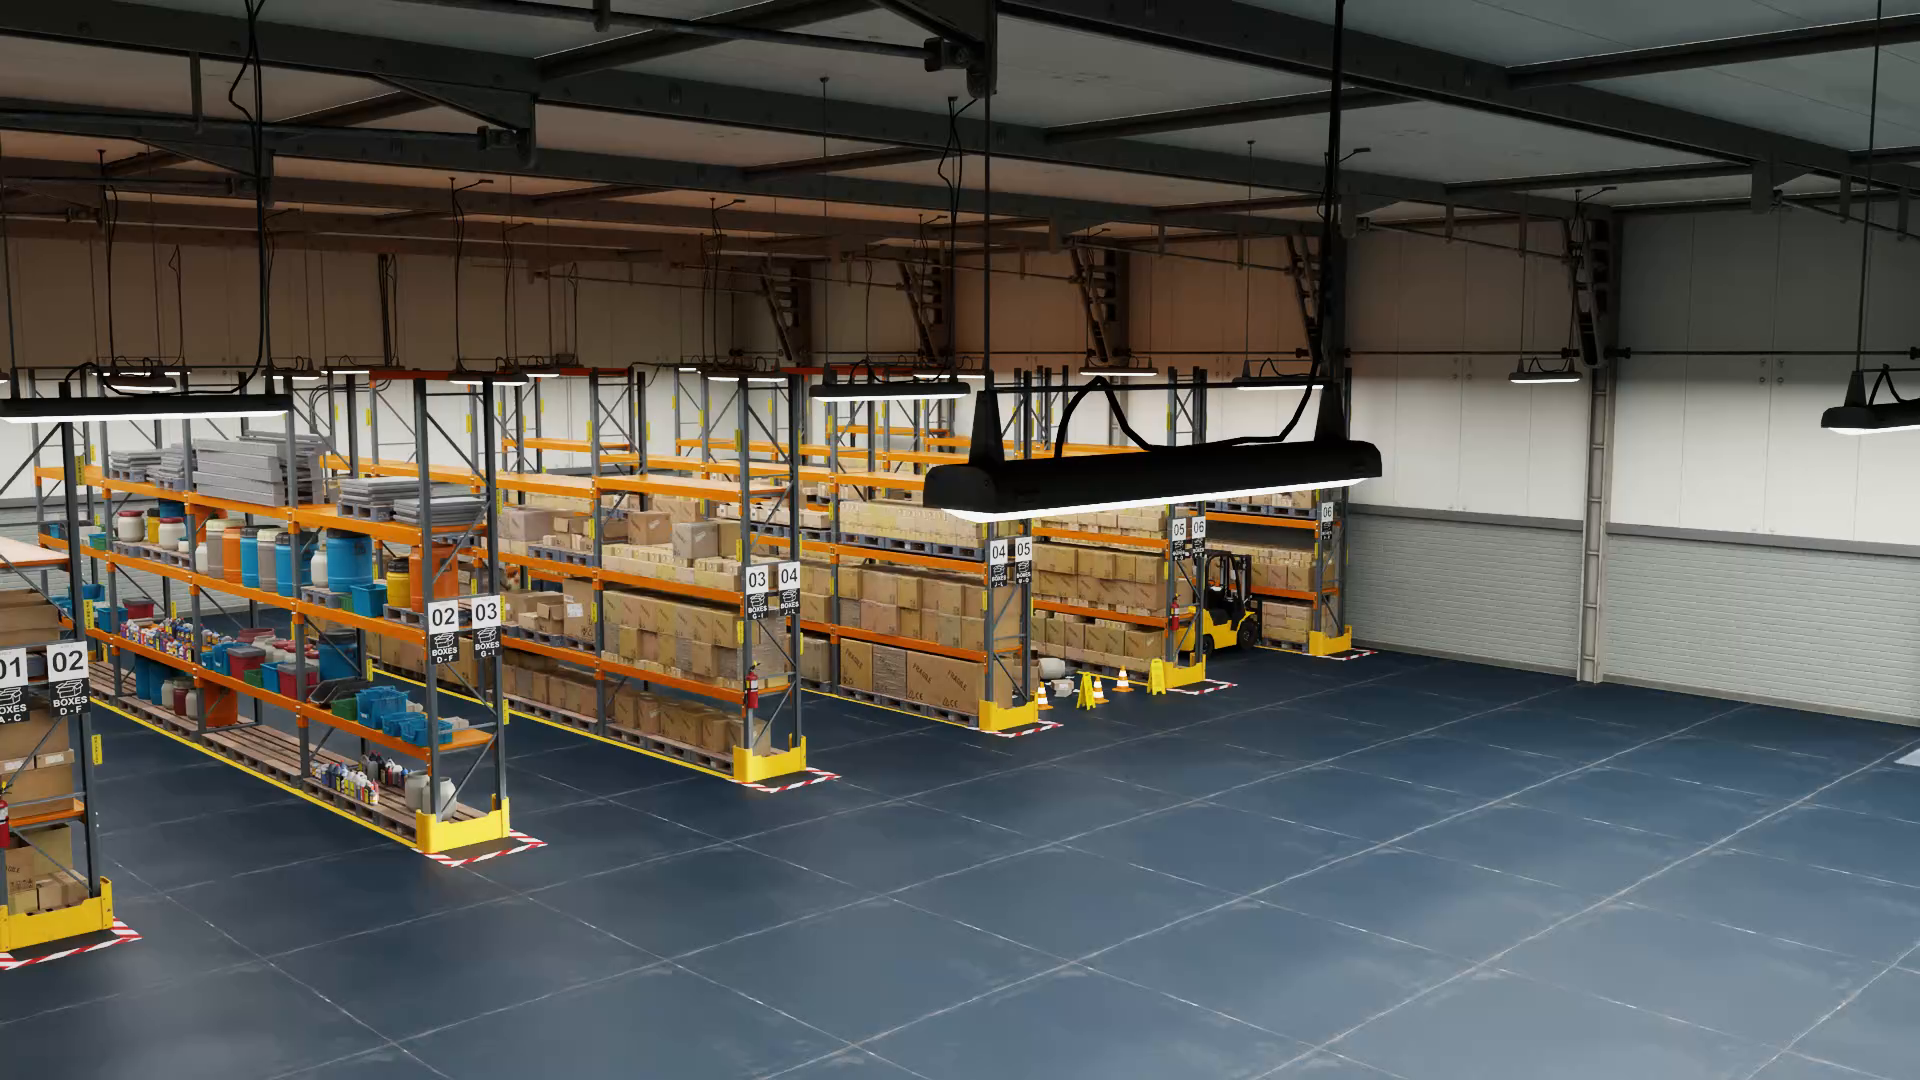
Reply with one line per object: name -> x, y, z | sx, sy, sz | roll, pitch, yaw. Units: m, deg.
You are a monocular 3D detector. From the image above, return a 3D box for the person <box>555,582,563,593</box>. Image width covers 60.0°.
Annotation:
person -> -9.961, 0.847, 41.796 | 0.565, 1.547, 0.533 | -6, 9, -42

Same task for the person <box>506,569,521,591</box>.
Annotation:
person -> -9.940, 1.412, 36.845 | 0.616, 1.622, 0.951 | -6, 9, -44
